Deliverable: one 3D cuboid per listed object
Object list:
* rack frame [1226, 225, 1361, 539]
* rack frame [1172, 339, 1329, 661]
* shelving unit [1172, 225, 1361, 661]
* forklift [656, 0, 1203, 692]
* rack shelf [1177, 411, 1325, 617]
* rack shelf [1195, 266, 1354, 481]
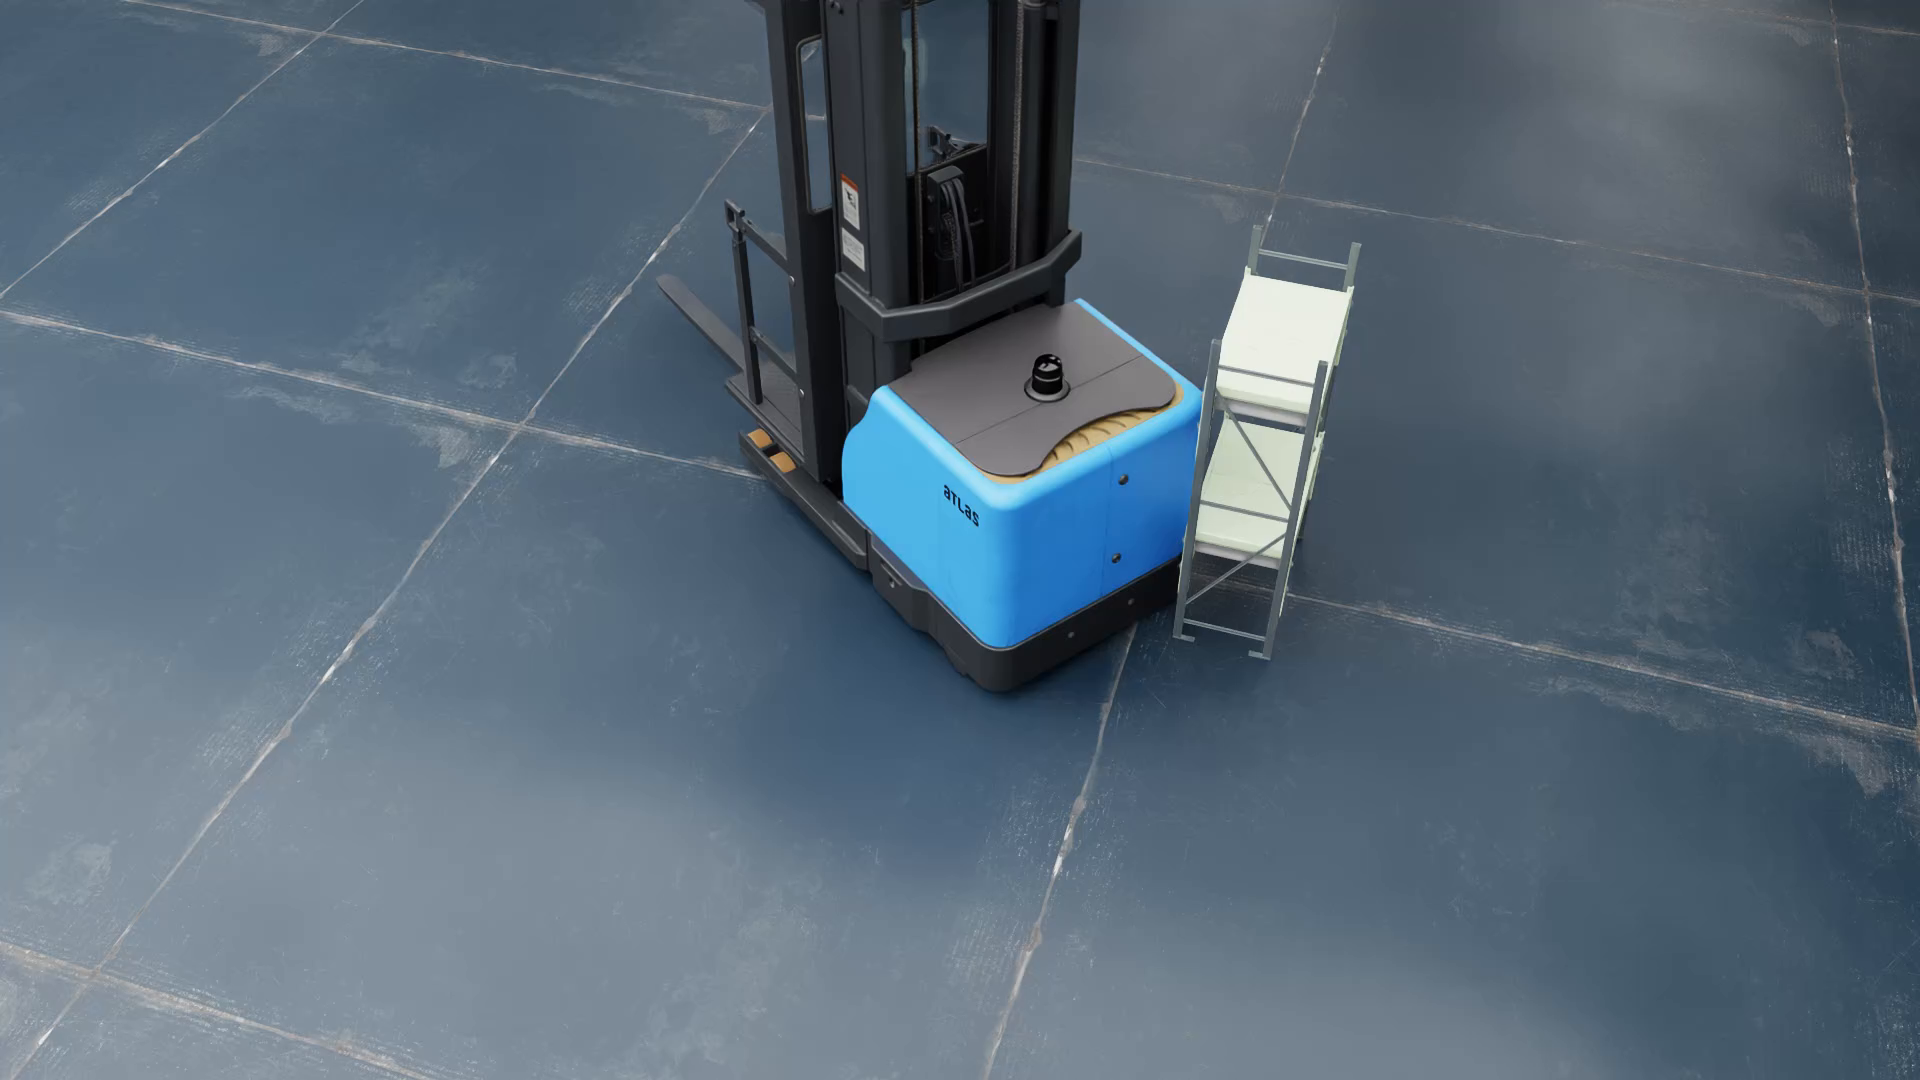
[{"bbox_3d":[1.284,-0.590,6.679,0.400,1.500,0.023,13,46,13],"label":"rack frame"},{"bbox_3d":[1.054,-0.104,6.183,0.400,1.500,0.023,13,46,13],"label":"rack frame"},{"bbox_3d":[1.169,-0.347,6.431,0.431,1.500,0.755,13,46,13],"label":"shelving unit"},{"bbox_3d":[-0.332,-1.451,6.536,1.130,2.935,3.031,-27,50,-25],"label":"forklift"},{"bbox_3d":[1.169,-0.114,6.659,0.431,0.370,0.720,13,46,13],"label":"rack shelf"},{"bbox_3d":[1.169,-0.626,6.158,0.431,0.370,0.720,13,46,13],"label":"rack shelf"}]
